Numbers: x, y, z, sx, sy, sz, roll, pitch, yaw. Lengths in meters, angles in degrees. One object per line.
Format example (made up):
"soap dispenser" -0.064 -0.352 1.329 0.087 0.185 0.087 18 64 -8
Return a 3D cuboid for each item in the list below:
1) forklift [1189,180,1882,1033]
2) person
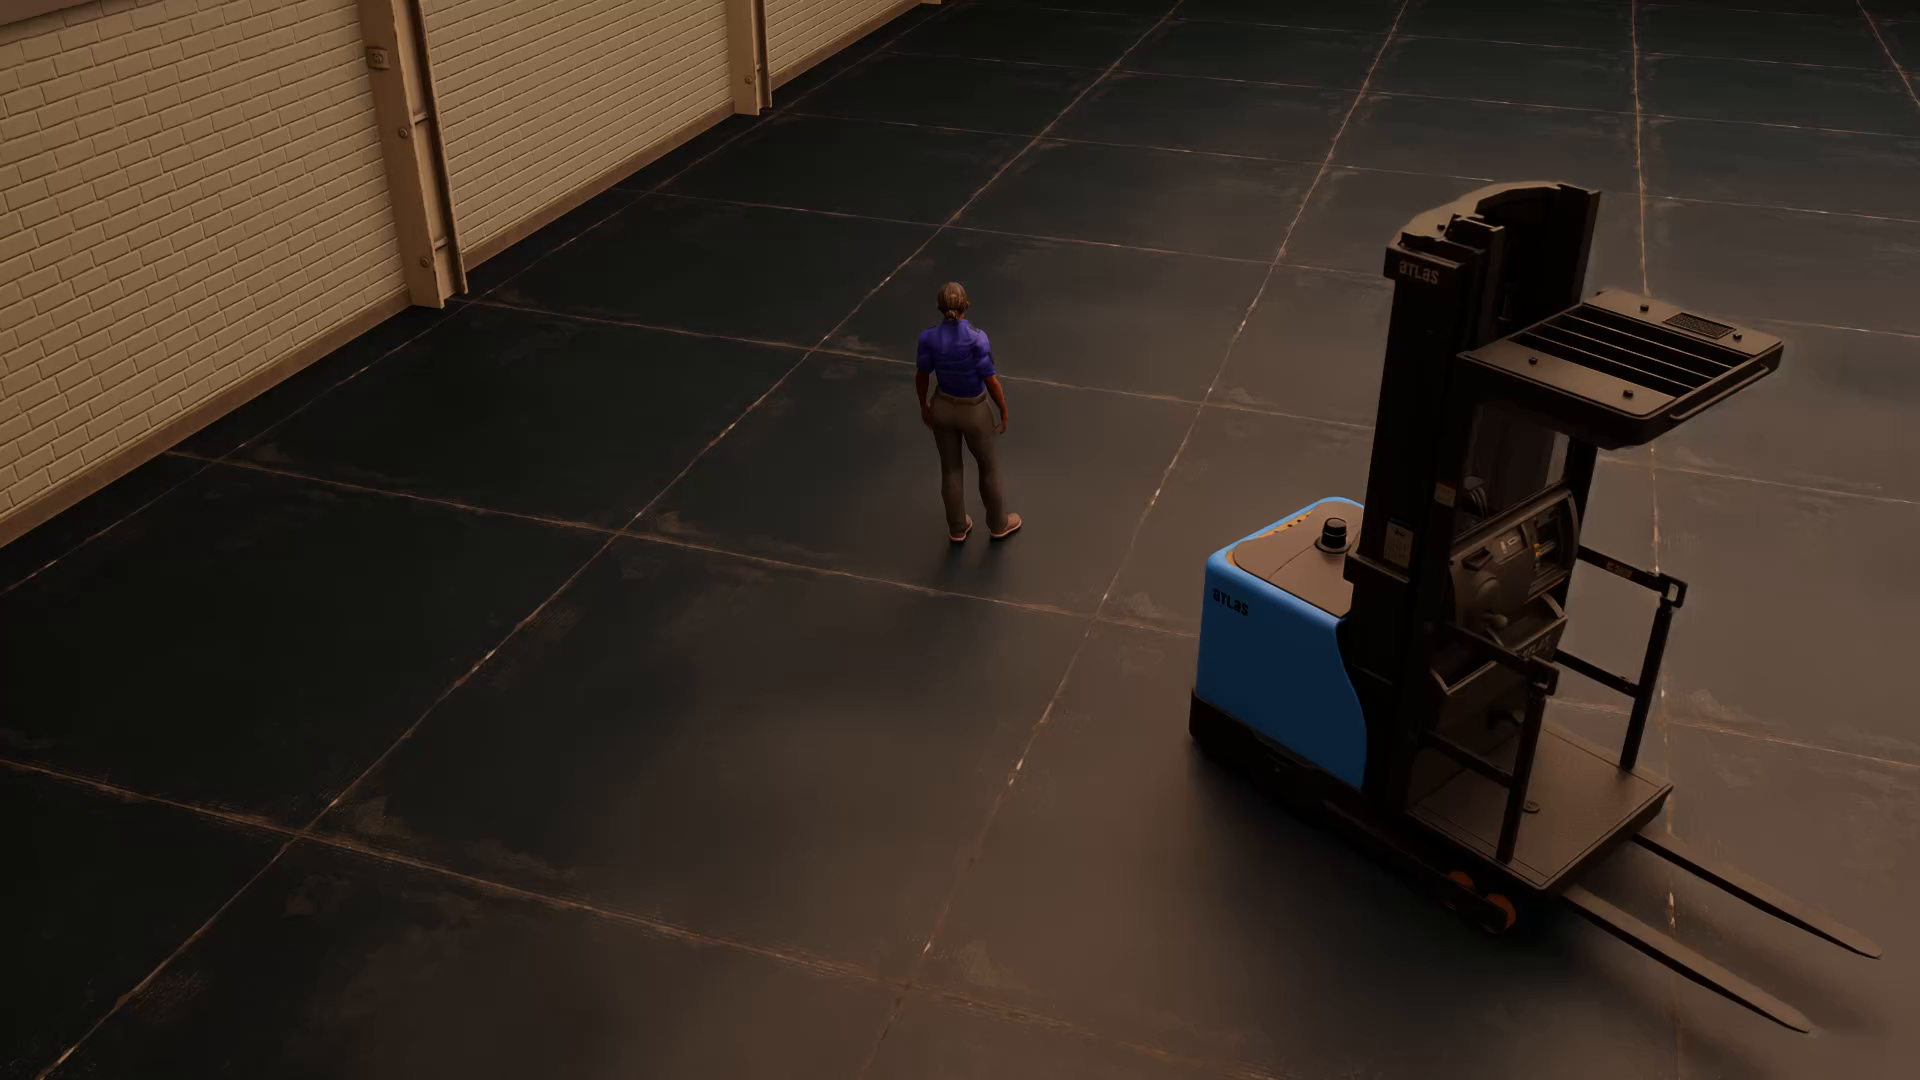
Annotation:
"forklift" 2.487 0.128 6.912 1.130 2.935 3.031 -23 37 -35
"person" 0.047 -0.763 9.749 0.569 1.656 0.503 10 31 16
